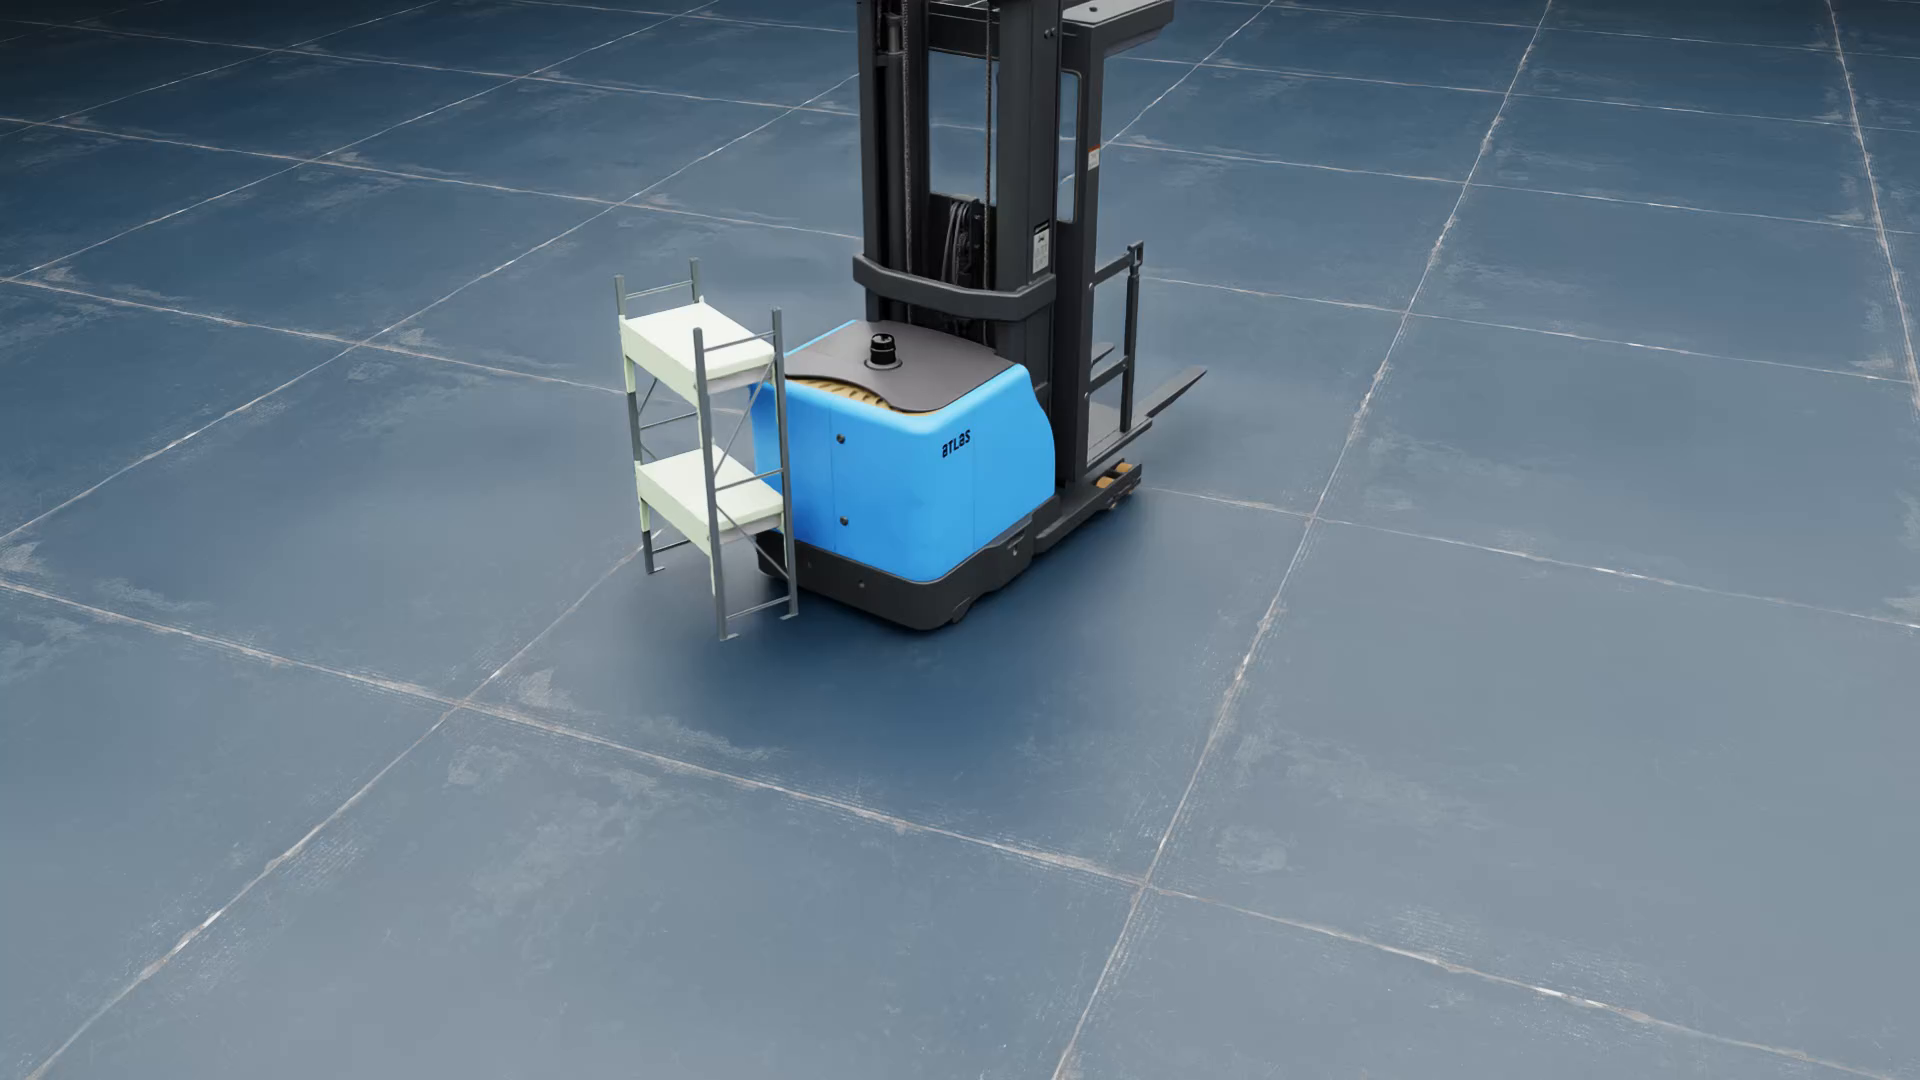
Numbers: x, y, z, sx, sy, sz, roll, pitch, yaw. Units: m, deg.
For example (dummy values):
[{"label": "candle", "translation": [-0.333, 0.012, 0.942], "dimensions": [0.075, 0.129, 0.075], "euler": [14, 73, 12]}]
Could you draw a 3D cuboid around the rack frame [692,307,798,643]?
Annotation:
[{"label": "rack frame", "translation": [-0.912, -0.254, 7.176], "dimensions": [0.400, 1.500, 0.023], "euler": [-19, 35, -30]}]

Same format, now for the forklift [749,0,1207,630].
[{"label": "forklift", "translation": [0.290, -1.553, 8.018], "dimensions": [1.130, 2.935, 3.031], "euler": [19, 34, 30]}]

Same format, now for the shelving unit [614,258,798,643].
[{"label": "shelving unit", "translation": [-1.124, -0.401, 7.435], "dimensions": [0.431, 1.500, 0.755], "euler": [-19, 35, -30]}]

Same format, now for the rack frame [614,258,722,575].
[{"label": "rack frame", "translation": [-1.336, -0.548, 7.695], "dimensions": [0.400, 1.500, 0.023], "euler": [-19, 35, -30]}]

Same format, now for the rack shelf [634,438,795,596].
[{"label": "rack shelf", "translation": [-1.124, -0.117, 7.596], "dimensions": [0.431, 0.370, 0.720], "euler": [-19, 35, -30]}]

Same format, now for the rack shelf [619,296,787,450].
[{"label": "rack shelf", "translation": [-1.124, -0.741, 7.243], "dimensions": [0.431, 0.370, 0.720], "euler": [-19, 35, -30]}]
